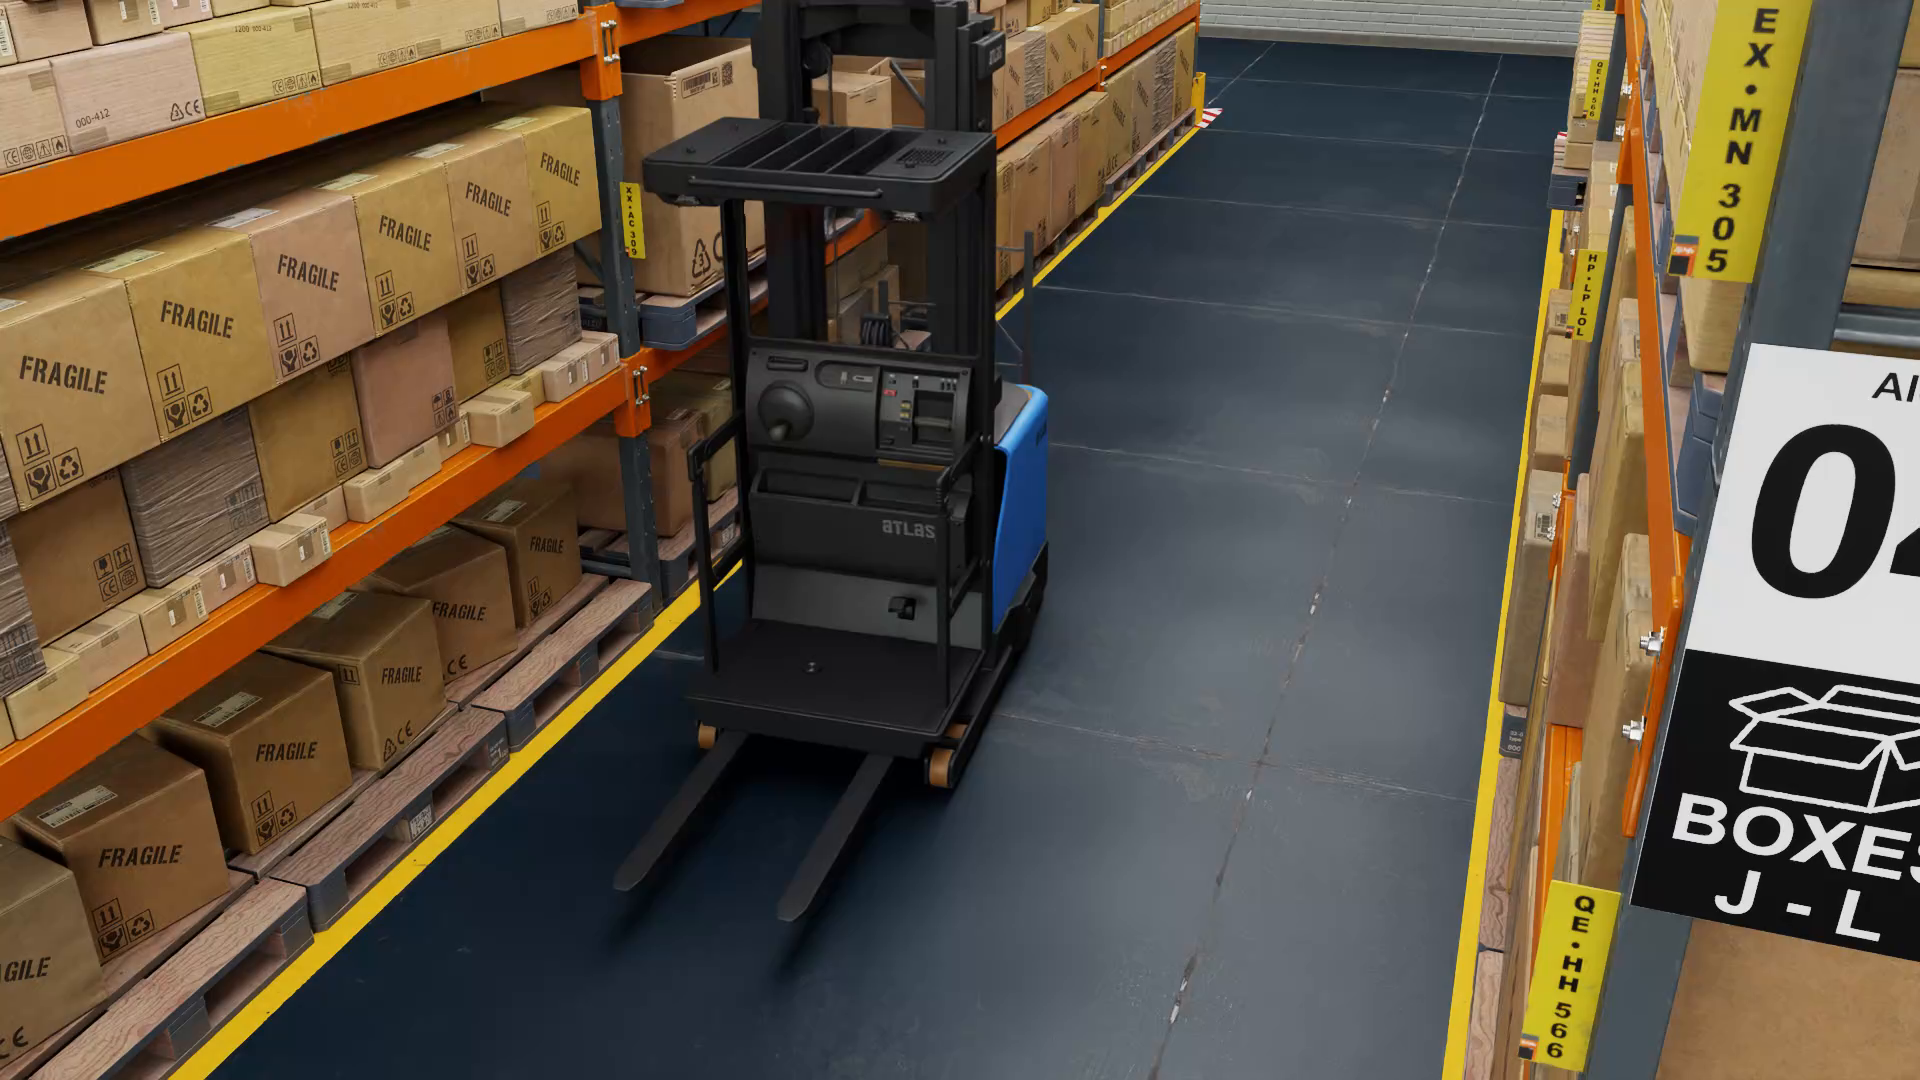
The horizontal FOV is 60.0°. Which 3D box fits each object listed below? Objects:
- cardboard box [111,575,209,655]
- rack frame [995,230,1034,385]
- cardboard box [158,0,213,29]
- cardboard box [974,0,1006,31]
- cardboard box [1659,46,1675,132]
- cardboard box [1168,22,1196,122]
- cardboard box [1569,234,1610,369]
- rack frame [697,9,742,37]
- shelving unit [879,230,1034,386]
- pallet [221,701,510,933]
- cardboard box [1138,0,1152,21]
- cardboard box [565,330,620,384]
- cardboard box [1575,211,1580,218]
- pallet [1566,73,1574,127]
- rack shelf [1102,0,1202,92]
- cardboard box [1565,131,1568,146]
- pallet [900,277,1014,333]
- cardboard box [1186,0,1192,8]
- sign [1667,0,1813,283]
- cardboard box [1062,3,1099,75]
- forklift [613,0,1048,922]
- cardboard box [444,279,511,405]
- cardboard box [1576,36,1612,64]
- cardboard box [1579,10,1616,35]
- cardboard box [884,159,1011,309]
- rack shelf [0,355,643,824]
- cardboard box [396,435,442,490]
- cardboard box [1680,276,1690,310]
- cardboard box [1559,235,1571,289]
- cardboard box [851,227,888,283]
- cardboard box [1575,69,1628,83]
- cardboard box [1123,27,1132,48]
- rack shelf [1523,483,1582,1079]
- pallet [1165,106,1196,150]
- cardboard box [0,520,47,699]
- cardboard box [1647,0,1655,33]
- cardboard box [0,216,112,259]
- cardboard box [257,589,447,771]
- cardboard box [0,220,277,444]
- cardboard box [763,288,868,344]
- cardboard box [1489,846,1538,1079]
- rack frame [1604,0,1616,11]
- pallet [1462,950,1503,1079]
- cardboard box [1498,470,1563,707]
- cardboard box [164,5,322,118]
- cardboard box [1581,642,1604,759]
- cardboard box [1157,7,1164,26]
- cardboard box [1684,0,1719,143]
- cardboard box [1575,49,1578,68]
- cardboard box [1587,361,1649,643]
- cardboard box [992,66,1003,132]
[{"bbox_3d":[-2.585,0.207,5.168,0.380,0.149,0.250,9,27,17],"label":"cardboard box"},{"bbox_3d":[0.139,-0.952,8.994,0.500,1.500,0.032,7,27,14],"label":"rack frame"},{"bbox_3d":[-2.443,-1.596,4.877,0.380,0.149,0.250,8,27,17],"label":"cardboard box"},{"bbox_3d":[-0.116,-3.765,11.818,0.797,0.503,0.637,9,27,19],"label":"cardboard box"},{"bbox_3d":[1.686,-0.938,3.495,0.380,0.149,0.250,9,27,18],"label":"cardboard box"},{"bbox_3d":[1.930,-4.949,17.485,0.875,0.875,0.875,9,27,17],"label":"cardboard box"},{"bbox_3d":[2.976,-1.012,7.283,0.500,0.500,0.500,9,27,18],"label":"cardboard box"},{"bbox_3d":[-2.603,-6.709,19.164,1.000,3.000,0.127,9,27,17],"label":"rack frame"},{"bbox_3d":[0.003,-0.742,8.562,0.587,1.500,1.083,7,27,14],"label":"shelving unit"},{"bbox_3d":[-2.520,0.980,6.484,1.003,0.211,1.213,9,27,17],"label":"pallet"},{"bbox_3d":[1.477,-4.986,15.436,0.500,0.250,0.500,9,27,19],"label":"cardboard box"},{"bbox_3d":[-1.720,-0.815,7.280,0.380,0.149,0.250,9,27,17],"label":"cardboard box"},{"bbox_3d":[4.371,-2.078,11.127,0.500,0.250,0.500,9,27,19],"label":"cardboard box"},{"bbox_3d":[4.989,-3.207,12.151,1.003,0.211,1.213,9,27,17],"label":"pallet"},{"bbox_3d":[1.402,-4.845,16.140,1.077,0.370,4.000,9,27,17],"label":"rack shelf"},{"bbox_3d":[3.949,-2.495,10.268,0.380,0.149,0.250,9,27,18],"label":"cardboard box"},{"bbox_3d":[-0.261,-1.761,12.145,1.003,0.211,1.213,9,27,17],"label":"pallet"},{"bbox_3d":[2.175,-5.576,17.113,0.380,0.149,0.250,9,27,18],"label":"cardboard box"},{"bbox_3d":[0.880,-0.452,1.874,0.100,0.325,0.005,9,27,17],"label":"sign"},{"bbox_3d":[0.838,-4.160,13.785,0.500,0.500,0.500,9,27,18],"label":"cardboard box"},{"bbox_3d":[-0.467,-0.510,6.441,1.130,2.935,3.031,7,27,14],"label":"forklift"},{"bbox_3d":[-2.333,-0.862,6.632,0.875,0.500,0.500,9,27,17],"label":"cardboard box"},{"bbox_3d":[4.386,-3.303,11.254,0.380,0.149,0.250,10,28,19],"label":"cardboard box"},{"bbox_3d":[4.815,-3.835,12.351,0.380,0.149,0.250,10,28,20],"label":"cardboard box"},{"bbox_3d":[-0.345,-2.216,11.842,1.225,0.875,0.875,7,27,15],"label":"cardboard box"},{"bbox_3d":[-2.591,0.086,5.955,1.077,0.370,4.000,9,27,17],"label":"rack shelf"},{"bbox_3d":[-2.183,-0.309,6.234,0.380,0.149,0.250,9,27,17],"label":"cardboard box"},{"bbox_3d":[1.263,-0.415,2.414,0.380,0.149,0.250,9,27,18],"label":"cardboard box"},{"bbox_3d":[4.359,-1.747,11.303,0.500,0.500,0.500,8,27,15],"label":"cardboard box"},{"bbox_3d":[-0.789,-1.834,10.598,0.500,0.250,0.500,10,28,20],"label":"cardboard box"},{"bbox_3d":[3.953,-2.764,10.141,0.380,0.149,0.250,10,27,19],"label":"cardboard box"},{"bbox_3d":[1.323,-4.523,14.939,0.380,0.149,0.250,10,27,19],"label":"cardboard box"},{"bbox_3d":[2.053,0.847,4.384,1.077,0.370,4.000,9,27,17],"label":"rack shelf"},{"bbox_3d":[1.875,-4.396,17.586,1.003,0.211,1.213,9,27,17],"label":"pallet"},{"bbox_3d":[-3.048,0.184,4.473,0.875,0.500,0.500,9,27,17],"label":"cardboard box"},{"bbox_3d":[2.108,-1.460,4.573,0.380,0.149,0.250,9,27,17],"label":"cardboard box"},{"bbox_3d":[-2.977,-0.718,5.187,0.500,0.500,0.500,9,27,17],"label":"cardboard box"},{"bbox_3d":[-2.412,0.538,6.582,0.500,0.500,0.500,6,27,13],"label":"cardboard box"},{"bbox_3d":[-2.479,-0.641,5.028,0.500,0.500,0.500,9,27,17],"label":"cardboard box"},{"bbox_3d":[-0.971,-1.268,10.290,0.700,0.500,0.500,6,27,13],"label":"cardboard box"},{"bbox_3d":[1.841,1.463,4.244,0.875,0.875,0.875,8,27,17],"label":"cardboard box"},{"bbox_3d":[5.380,-3.586,12.714,1.000,3.000,0.127,9,27,17],"label":"rack frame"},{"bbox_3d":[1.987,1.761,4.871,1.003,0.211,1.213,9,27,17],"label":"pallet"},{"bbox_3d":[2.840,0.257,6.877,1.050,0.750,0.750,9,27,17],"label":"cardboard box"},{"bbox_3d":[-2.350,-1.489,5.113,0.500,0.250,0.500,10,27,19],"label":"cardboard box"},{"bbox_3d":[2.072,0.454,4.198,0.875,0.550,0.500,9,27,17],"label":"cardboard box"},{"bbox_3d":[1.751,-5.055,16.037,0.380,0.149,0.250,9,27,18],"label":"cardboard box"},{"bbox_3d":[1.454,-0.752,2.654,0.500,0.250,0.500,9,27,18],"label":"cardboard box"},{"bbox_3d":[4.560,-3.381,11.756,0.380,0.149,0.250,8,27,15],"label":"cardboard box"},{"bbox_3d":[2.011,-0.042,3.982,0.875,0.550,0.500,9,27,17],"label":"cardboard box"},{"bbox_3d":[-0.007,-3.121,11.638,0.500,0.500,0.500,8,27,16],"label":"cardboard box"}]
